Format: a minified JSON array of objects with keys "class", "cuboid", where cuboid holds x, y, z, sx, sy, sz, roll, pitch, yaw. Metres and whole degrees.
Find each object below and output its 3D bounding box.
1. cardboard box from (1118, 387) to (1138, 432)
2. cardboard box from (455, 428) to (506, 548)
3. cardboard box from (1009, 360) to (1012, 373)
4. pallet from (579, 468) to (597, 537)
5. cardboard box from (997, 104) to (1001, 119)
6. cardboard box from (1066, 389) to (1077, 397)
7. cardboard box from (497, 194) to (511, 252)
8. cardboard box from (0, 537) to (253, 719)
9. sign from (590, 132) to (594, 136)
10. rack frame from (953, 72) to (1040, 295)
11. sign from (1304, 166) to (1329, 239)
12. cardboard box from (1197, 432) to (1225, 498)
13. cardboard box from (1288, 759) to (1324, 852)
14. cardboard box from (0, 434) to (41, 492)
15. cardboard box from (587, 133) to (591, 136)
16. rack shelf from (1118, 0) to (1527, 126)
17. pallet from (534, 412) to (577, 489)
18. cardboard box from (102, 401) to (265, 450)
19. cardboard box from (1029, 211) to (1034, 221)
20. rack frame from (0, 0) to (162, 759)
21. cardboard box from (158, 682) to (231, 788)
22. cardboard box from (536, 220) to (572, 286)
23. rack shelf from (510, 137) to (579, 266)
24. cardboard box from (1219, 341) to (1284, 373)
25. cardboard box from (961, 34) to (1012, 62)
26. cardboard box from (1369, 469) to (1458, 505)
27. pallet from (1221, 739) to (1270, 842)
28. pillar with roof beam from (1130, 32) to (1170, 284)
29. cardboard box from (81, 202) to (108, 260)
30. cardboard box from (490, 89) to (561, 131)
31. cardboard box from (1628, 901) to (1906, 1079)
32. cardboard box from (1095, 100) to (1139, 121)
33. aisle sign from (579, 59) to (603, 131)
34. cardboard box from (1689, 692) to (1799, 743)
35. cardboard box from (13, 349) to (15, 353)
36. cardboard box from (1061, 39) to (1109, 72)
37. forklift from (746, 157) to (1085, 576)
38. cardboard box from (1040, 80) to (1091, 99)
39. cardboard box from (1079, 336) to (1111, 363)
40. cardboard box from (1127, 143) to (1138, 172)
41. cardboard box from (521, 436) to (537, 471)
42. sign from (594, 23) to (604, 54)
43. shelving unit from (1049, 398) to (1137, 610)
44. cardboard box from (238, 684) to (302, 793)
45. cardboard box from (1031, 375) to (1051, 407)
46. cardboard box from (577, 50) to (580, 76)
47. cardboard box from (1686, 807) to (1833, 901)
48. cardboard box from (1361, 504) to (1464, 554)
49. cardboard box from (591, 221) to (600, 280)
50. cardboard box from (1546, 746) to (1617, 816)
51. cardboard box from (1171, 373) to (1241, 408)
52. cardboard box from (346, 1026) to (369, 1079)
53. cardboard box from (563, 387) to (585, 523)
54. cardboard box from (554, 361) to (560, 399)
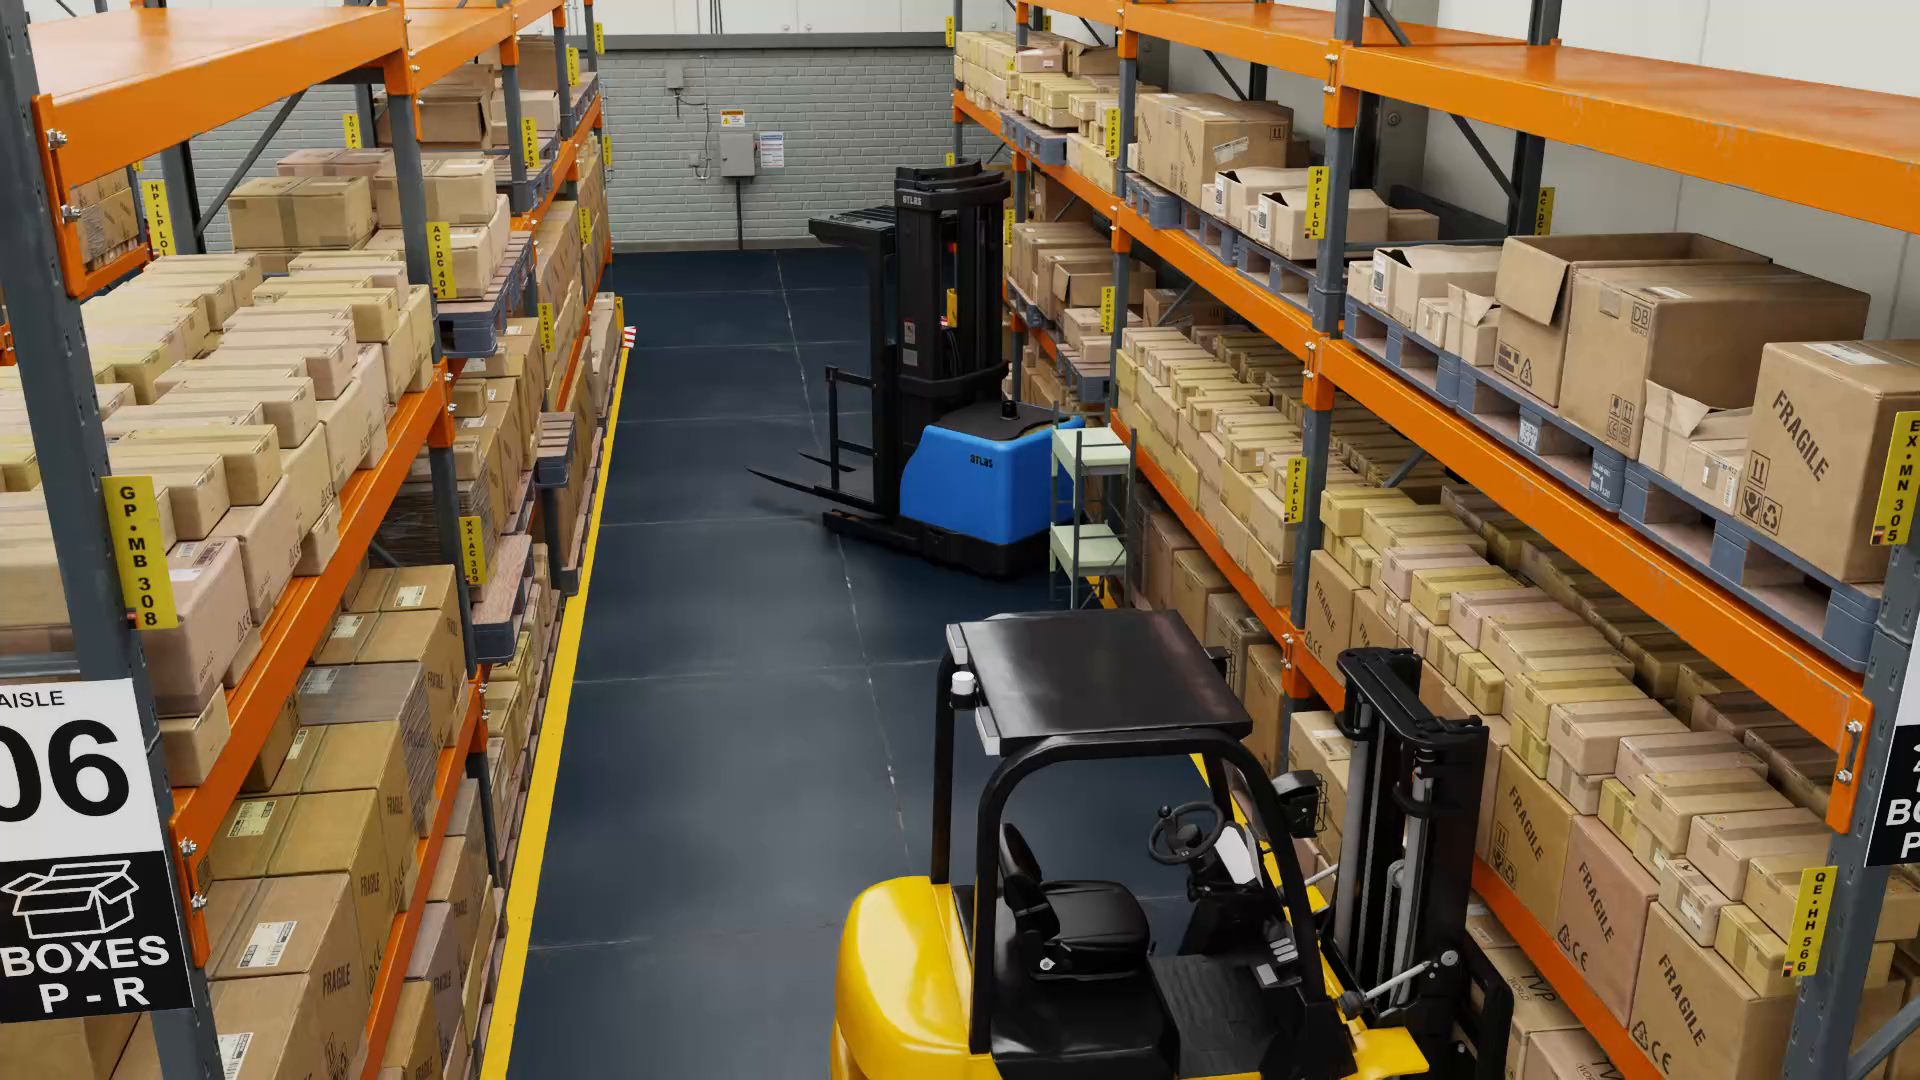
[{"class":"cardboard box","cuboid":[1.404,-0.916,11.595,0.500,0.250,0.500,-3,21,-8]},{"class":"cardboard box","cuboid":[-2.610,-0.248,8.426,0.500,0.500,0.500,-3,21,-8]},{"class":"cardboard box","cuboid":[0.583,-1.754,16.934,0.396,0.266,0.258,-2,21,-6]},{"class":"pallet","cuboid":[-3.541,-0.292,13.697,1.003,0.211,1.213,-3,21,-8]},{"class":"cardboard box","cuboid":[0.568,-4.198,16.240,0.380,0.149,0.250,-3,21,-8]},{"class":"cardboard box","cuboid":[1.111,-1.188,14.155,0.380,0.149,0.250,-3,21,-8]},{"class":"cardboard box","cuboid":[-2.609,-1.618,8.589,0.500,0.250,0.500,-3,21,-8]},{"class":"cardboard box","cuboid":[-1.985,0.208,3.875,0.500,0.250,0.500,-3,21,-9]},{"class":"sign","cuboid":[-5.375,-5.767,23.982,0.327,0.218,0.001,-3,21,-8]},{"class":"rack frame","cuboid":[0.428,-3.922,19.429,1.000,3.000,0.127,-3,21,-8]},{"class":"sign","cuboid":[1.623,-1.531,7.553,0.100,0.325,0.005,-3,21,-8]},{"class":"cardboard box","cuboid":[1.685,-0.443,9.615,0.500,0.250,0.500,-3,21,-7]},{"class":"cardboard box","cuboid":[1.922,1.273,8.135,0.500,0.250,0.500,-3,21,-8]},{"class":"cardboard box","cuboid":[-2.557,-0.163,4.297,0.380,0.149,0.250,-3,21,-7]},{"class":"cardboard box","cuboid":[-4.173,-4.288,17.912,0.380,0.149,0.250,-3,21,-7]},{"class":"rack shelf","cuboid":[1.870,-2.745,9.305,1.077,0.370,4.000,-3,21,-8]},{"class":"pallet","cuboid":[-3.122,-0.569,10.727,1.213,0.211,1.003,-3,21,-8]},{"class":"cardboard box","cuboid":[-2.146,-0.272,4.591,0.380,0.149,0.250,-3,21,-8]},{"class":"cardboard box","cuboid":[0.972,-3.314,17.590,0.500,0.250,0.500,-3,21,-8]},{"class":"rack frame","cuboid":[-2.176,-0.941,2.874,1.000,3.000,0.127,-3,21,-8]},{"class":"cardboard box","cuboid":[-1.903,0.451,3.794,0.380,0.149,0.250,-3,21,-8]},{"class":"cardboard box","cuboid":[-3.458,-2.303,13.524,0.500,0.500,0.500,-2,21,-6]},{"class":"rack shelf","cuboid":[-3.618,-2.661,12.795,1.077,0.370,4.000,-3,21,-8]},{"class":"cardboard box","cuboid":[1.954,-1.223,11.132,0.380,0.149,0.250,-3,21,-8]},{"class":"cardboard box","cuboid":[0.299,-5.287,17.872,0.500,0.250,0.500,-3,21,-8]},{"class":"cardboard box","cuboid":[2.320,-0.250,8.529,0.380,0.149,0.250,-3,21,-9]},{"class":"pallet","cuboid":[2.013,1.286,9.471,1.003,0.211,1.213,-3,21,-8]},{"class":"pillar with roof beam","cuboid":[-2.463,-5.417,14.857,9.100,9.000,0.400,-3,21,-8]},{"class":"cardboard box","cuboid":[-8.896,-3.075,16.595,0.500,0.500,0.500,-3,21,-8]},{"class":"cardboard box","cuboid":[-3.571,-3.551,13.676,0.500,0.311,0.500,-3,21,-8]},{"class":"cardboard box","cuboid":[2.404,1.414,5.000,0.500,0.500,0.500,-3,21,-9]},{"class":"cardboard box","cuboid":[1.223,-3.193,12.411,0.380,0.149,0.250,-3,21,-9]},{"class":"aisle sign","cuboid":[-4.187,-4.929,18.409,0.394,0.787,0.004,-3,21,-8]},{"class":"cardboard box","cuboid":[2.758,0.641,5.717,0.380,0.149,0.250,-2,21,-6]},{"class":"cardboard box","cuboid":[-9.287,-1.790,16.346,0.380,0.149,0.250,-3,21,-8]},{"class":"cardboard box","cuboid":[1.117,-4.299,14.750,0.396,0.266,0.258,-3,21,-9]},{"class":"forklift","cuboid":[-0.470,-1.517,13.088,3.031,2.935,1.130,17,26,38]},{"class":"cardboard box","cuboid":[0.876,-3.730,13.819,0.380,0.149,0.250,-3,21,-7]},{"class":"cardboard box","cuboid":[1.107,-1.439,12.541,0.380,0.149,0.250,-3,21,-7]},{"class":"cardboard box","cuboid":[1.331,-2.555,11.074,0.380,0.166,0.250,-3,21,-8]},{"class":"cardboard box","cuboid":[-2.777,-0.521,10.084,0.380,0.149,0.250,-3,21,-7]},{"class":"sign","cuboid":[-3.944,-5.476,18.150,0.100,0.325,0.005,-3,21,-8]},{"class":"shelving unit","cuboid":[0.902,-0.144,11.457,0.431,1.500,0.755,-3,21,-8]},{"class":"cardboard box","cuboid":[-2.642,0.522,5.533,0.700,0.500,0.500,-3,21,-8]},{"class":"cardboard box","cuboid":[0.939,-1.200,15.114,0.500,0.500,0.500,-3,21,-8]},{"class":"cardboard box","cuboid":[-4.329,-5.097,17.761,0.500,0.250,0.500,-5,21,-13]},{"class":"cardboard box","cuboid":[2.408,0.931,4.942,0.380,0.149,0.250,-3,21,-8]},{"class":"cardboard box","cuboid":[2.055,-0.047,7.559,0.380,0.149,0.250,-3,21,-7]},{"class":"cardboard box","cuboid":[-3.849,-2.855,16.429,0.500,0.500,0.500,-3,21,-7]},{"class":"cardboard box","cuboid":[2.255,0.805,5.704,0.380,0.149,0.250,-4,21,-10]},{"class":"cardboard box","cuboid":[1.533,-0.931,10.352,0.380,0.149,0.250,-2,21,-7]},{"class":"cardboard box","cuboid":[-2.020,1.586,5.041,0.380,0.149,0.250,-3,21,-7]},{"class":"cardboard box","cuboid":[-3.471,-0.654,13.117,0.875,0.875,0.875,-3,21,-7]},{"class":"cardboard box","cuboid":[-3.243,-1.189,12.327,0.500,0.250,0.500,-4,21,-9]}]
